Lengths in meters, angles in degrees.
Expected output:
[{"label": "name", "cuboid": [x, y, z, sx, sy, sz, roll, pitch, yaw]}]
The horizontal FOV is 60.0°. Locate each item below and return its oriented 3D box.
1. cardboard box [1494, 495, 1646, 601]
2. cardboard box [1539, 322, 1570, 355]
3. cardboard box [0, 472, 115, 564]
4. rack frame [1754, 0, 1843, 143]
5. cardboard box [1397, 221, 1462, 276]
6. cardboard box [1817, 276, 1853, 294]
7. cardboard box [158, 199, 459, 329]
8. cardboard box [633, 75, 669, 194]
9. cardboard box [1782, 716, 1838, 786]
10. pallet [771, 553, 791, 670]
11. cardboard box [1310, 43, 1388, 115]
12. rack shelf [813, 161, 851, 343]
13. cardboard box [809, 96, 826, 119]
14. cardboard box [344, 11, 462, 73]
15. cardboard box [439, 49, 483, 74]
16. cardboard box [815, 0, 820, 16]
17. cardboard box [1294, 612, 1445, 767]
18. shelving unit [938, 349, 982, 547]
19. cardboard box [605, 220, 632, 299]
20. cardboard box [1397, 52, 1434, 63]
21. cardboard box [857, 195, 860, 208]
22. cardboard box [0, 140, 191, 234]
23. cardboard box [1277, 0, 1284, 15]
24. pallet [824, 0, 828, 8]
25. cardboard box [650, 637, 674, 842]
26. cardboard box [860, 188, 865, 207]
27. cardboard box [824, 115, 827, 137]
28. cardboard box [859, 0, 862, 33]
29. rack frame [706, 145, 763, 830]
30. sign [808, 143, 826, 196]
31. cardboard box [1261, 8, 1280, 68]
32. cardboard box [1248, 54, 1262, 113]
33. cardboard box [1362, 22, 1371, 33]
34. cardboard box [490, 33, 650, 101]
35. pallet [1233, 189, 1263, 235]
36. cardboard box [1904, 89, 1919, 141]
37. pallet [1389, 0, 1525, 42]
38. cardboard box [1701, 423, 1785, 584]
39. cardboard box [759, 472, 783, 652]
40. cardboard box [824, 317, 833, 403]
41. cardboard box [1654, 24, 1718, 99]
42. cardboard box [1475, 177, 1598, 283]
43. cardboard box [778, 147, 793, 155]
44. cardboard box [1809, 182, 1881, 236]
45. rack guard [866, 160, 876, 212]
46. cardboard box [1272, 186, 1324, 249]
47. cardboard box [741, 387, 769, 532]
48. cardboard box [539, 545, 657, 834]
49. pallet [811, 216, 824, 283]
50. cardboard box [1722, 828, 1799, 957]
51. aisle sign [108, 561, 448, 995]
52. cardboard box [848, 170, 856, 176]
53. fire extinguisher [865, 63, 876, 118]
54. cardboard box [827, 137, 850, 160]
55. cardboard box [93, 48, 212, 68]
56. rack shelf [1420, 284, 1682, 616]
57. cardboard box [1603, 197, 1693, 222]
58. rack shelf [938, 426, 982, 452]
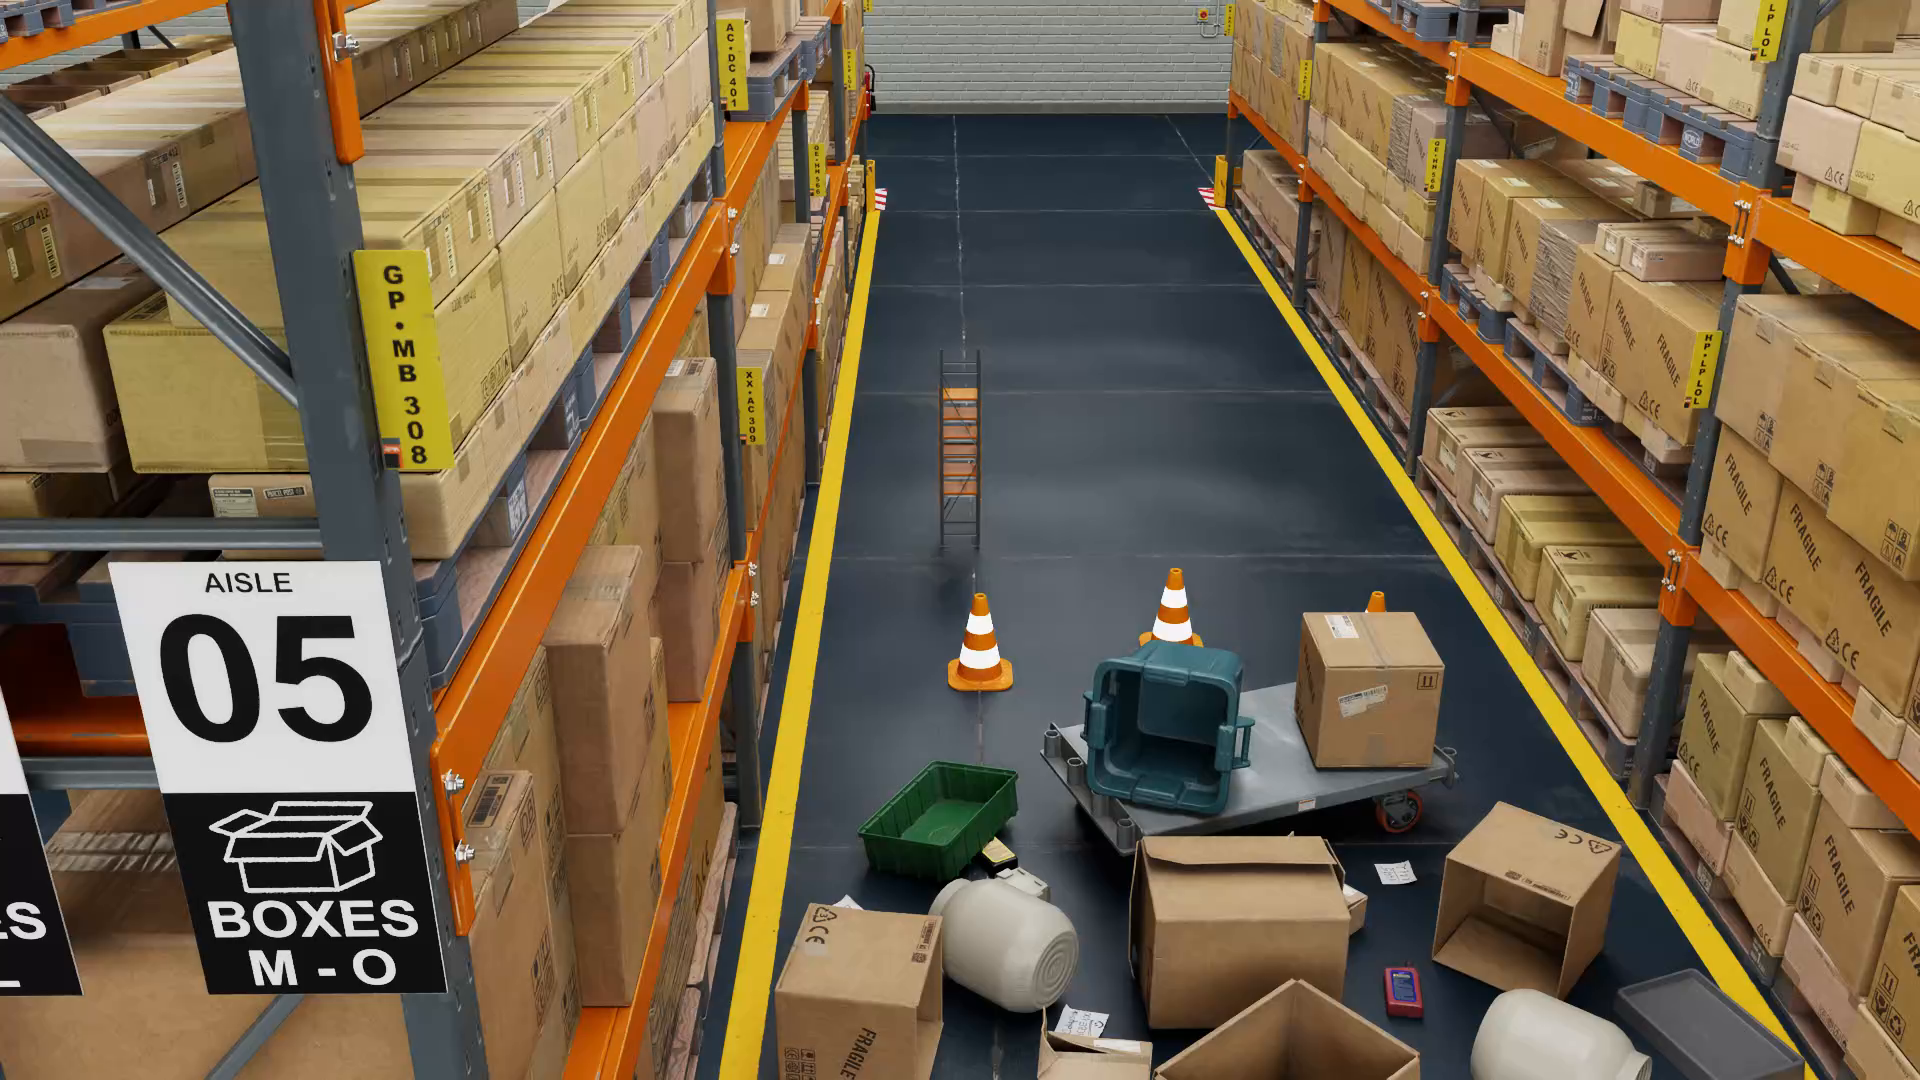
[{"label": "cardboard box", "cuboid": [3.530, 0.043, 9.194, 0.950, 0.372, 0.625, 1, 24, 1]}, {"label": "cardboard box", "cuboid": [3.302, -1.088, 8.811, 0.380, 0.149, 0.250, 1, 24, 1]}, {"label": "cardboard box", "cuboid": [-1.689, -0.077, 2.813, 0.380, 0.149, 0.250, 0, 24, -1]}, {"label": "rack frame", "cuboid": [3.559, -2.897, 5.736, 1.000, 3.000, 0.127, 0, 24, -1]}, {"label": "cardboard box", "cuboid": [3.250, -1.951, 11.106, 0.500, 0.250, 0.500, -1, 24, -2]}, {"label": "cardboard box", "cuboid": [3.907, -1.027, 7.103, 0.380, 0.149, 0.250, 0, 24, -1]}, {"label": "cardboard box", "cuboid": [-1.032, -0.443, 2.657, 0.380, 0.149, 0.250, 0, 24, 0]}, {"label": "cardboard box", "cuboid": [-1.119, -1.155, 4.714, 0.500, 0.250, 0.500, 0, 24, -1]}, {"label": "cardboard box", "cuboid": [3.244, 0.768, 6.042, 0.380, 0.149, 0.250, 1, 24, 1]}, {"label": "pallet", "cuboid": [-1.490, 0.349, 9.223, 1.003, 0.211, 1.213, 0, 24, -1]}, {"label": "cardboard box", "cuboid": [3.189, -3.779, 13.631, 0.500, 0.500, 0.500, 0, 24, 0]}, {"label": "rack shelf", "cuboid": [-1.455, -2.245, 12.446, 1.077, 0.370, 4.000, 0, 24, -1]}, {"label": "cardboard box", "cuboid": [-1.274, -3.469, 13.354, 0.380, 0.149, 0.250, -1, 24, -2]}, {"label": "cardboard box", "cuboid": [-1.716, -1.487, 4.964, 0.380, 0.149, 0.250, -1, 24, -1]}, {"label": "cardboard box", "cuboid": [-1.657, -1.360, 5.168, 0.500, 0.250, 0.500, 0, 24, -1]}, {"label": "cardboard box", "cuboid": [-1.186, -3.603, 10.816, 0.500, 0.500, 0.500, 0, 24, -1]}, {"label": "cardboard box", "cuboid": [1.779, 0.650, 7.287, 0.500, 0.500, 0.500, 0, 24, -1]}, {"label": "shelving unit", "cuboid": [0.000, -0.541, 9.990, 0.258, 1.200, 0.189, 0, 24, -1]}, {"label": "cardboard box", "cuboid": [-1.047, -0.709, 4.211, 0.380, 0.149, 0.250, 0, 24, 0]}, {"label": "cardboard box", "cuboid": [3.741, -3.566, 13.159, 0.500, 0.500, 0.500, 0, 24, 0]}, {"label": "cardboard box", "cuboid": [-1.204, -3.429, 16.781, 0.380, 0.149, 0.250, 0, 24, 0]}, {"label": "cardboard box", "cuboid": [-1.693, -0.650, 3.114, 0.380, 0.149, 0.250, 0, 24, 0]}, {"label": "cardboard box", "cuboid": [3.182, -5.011, 15.568, 0.380, 0.149, 0.250, 0, 24, -1]}, {"label": "pallet", "cuboid": [-1.562, -3.996, 12.032, 1.213, 0.211, 1.003, 0, 24, -1]}, {"label": "cardboard box", "cuboid": [-1.351, 0.651, 4.989, 0.875, 0.550, 0.500, 0, 24, -1]}, {"label": "cardboard box", "cuboid": [-1.202, -3.616, 17.555, 0.380, 0.149, 0.250, 0, 24, 1]}, {"label": "cardboard box", "cuboid": [-1.271, -3.337, 13.424, 0.380, 0.149, 0.250, 0, 24, 0]}, {"label": "cardboard box", "cuboid": [-1.267, -5.494, 17.062, 0.500, 0.500, 0.500, -1, 24, -2]}, {"label": "rack frame", "cuboid": [-1.390, -0.100, 6.831, 1.000, 3.000, 0.127, 0, 24, -1]}, {"label": "sign", "cuboid": [-0.878, -2.280, 10.246, 0.100, 0.325, 0.005, 0, 24, -1]}, {"label": "cardboard box", "cuboid": [3.181, -4.780, 15.845, 0.500, 0.500, 0.500, 0, 24, 0]}, {"label": "cardboard box", "cuboid": [3.167, -4.537, 16.521, 0.500, 0.500, 0.500, 0, 24, -1]}, {"label": "cardboard box", "cuboid": [3.709, -4.494, 14.425, 0.380, 0.149, 0.250, 0, 24, 0]}, {"label": "cardboard box", "cuboid": [-1.054, -1.283, 4.514, 0.380, 0.149, 0.250, -1, 24, -1]}, {"label": "pallet", "cuboid": [3.515, -3.509, 17.753, 1.003, 0.211, 1.213, 0, 24, -1]}, {"label": "cardboard box", "cuboid": [3.238, -1.324, 5.235, 0.380, 0.149, 0.250, 0, 24, -1]}, {"label": "pallet", "cuboid": [3.455, -3.358, 10.624, 1.213, 0.211, 1.003, 1, 24, 2]}, {"label": "cardboard box", "cuboid": [3.285, -0.163, 6.487, 0.500, 0.500, 0.500, 0, 24, -1]}, {"label": "cardboard box", "cuboid": [-1.493, 0.081, 8.652, 1.050, 0.750, 0.750, 0, 24, -1]}, {"label": "cardboard box", "cuboid": [-1.195, -1.301, 12.009, 0.500, 0.500, 0.500, 0, 24, 0]}, {"label": "cardboard box", "cuboid": [3.407, -2.102, 7.291, 0.500, 0.250, 0.500, 0, 24, 0]}, {"label": "cardboard box", "cuboid": [3.301, -1.784, 9.562, 0.500, 0.500, 0.500, 1, 24, 2]}, {"label": "cardboard box", "cuboid": [-1.251, -2.609, 11.451, 0.380, 0.149, 0.250, -1, 24, -3]}, {"label": "cardboard box", "cuboid": [3.261, -1.179, 5.881, 0.380, 0.149, 0.250, 0, 24, -1]}, {"label": "rack guard", "cuboid": [-1.520, -3.875, 18.210, 1.175, 0.500, 0.348, 0, 24, -1]}, {"label": "cardboard box", "cuboid": [3.562, -3.113, 16.092, 0.875, 0.438, 0.875, -1, 24, -2]}, {"label": "cardboard box", "cuboid": [-1.126, -0.364, 7.293, 0.500, 0.500, 0.500, 0, 24, 0]}, {"label": "cardboard box", "cuboid": [-1.280, 0.377, 4.284, 0.875, 0.550, 0.550, 0, 24, -1]}, {"label": "pallet", "cuboid": [-1.548, -1.954, 11.164, 1.213, 0.211, 1.003, 0, 24, -1]}, {"label": "cardboard box", "cuboid": [3.312, 1.362, 6.426, 0.500, 0.250, 0.500, 1, 24, 2]}, {"label": "aisle sign", "cuboid": [-1.045, 0.391, 2.590, 0.394, 0.787, 0.004, 0, 24, -1]}, {"label": "cardboard box", "cuboid": [-1.247, -3.674, 16.962, 0.380, 0.149, 0.250, -1, 24, -3]}, {"label": "fire extinguisher", "cuboid": [-1.062, -4.946, 18.091, 0.296, 0.674, 0.183, 0, 24, -1]}, {"label": "cardboard box", "cuboid": [-1.153, -3.400, 14.433, 0.380, 0.149, 0.250, 1, 24, 1]}, {"label": "cardboard box", "cuboid": [-6.423, -3.655, 13.354, 0.797, 0.503, 0.637, -1, 24, -2]}, {"label": "rack shelf", "cuboid": [3.537, -0.660, 8.943, 1.077, 0.370, 4.000, 0, 24, -1]}, {"label": "cardboard box", "cuboid": [3.821, -1.578, 9.107, 0.500, 0.500, 0.500, -2, 24, -4]}, {"label": "rack shelf", "cuboid": [0.000, -0.610, 9.958, 0.258, 0.103, 0.180, 0, 24, -1]}]
